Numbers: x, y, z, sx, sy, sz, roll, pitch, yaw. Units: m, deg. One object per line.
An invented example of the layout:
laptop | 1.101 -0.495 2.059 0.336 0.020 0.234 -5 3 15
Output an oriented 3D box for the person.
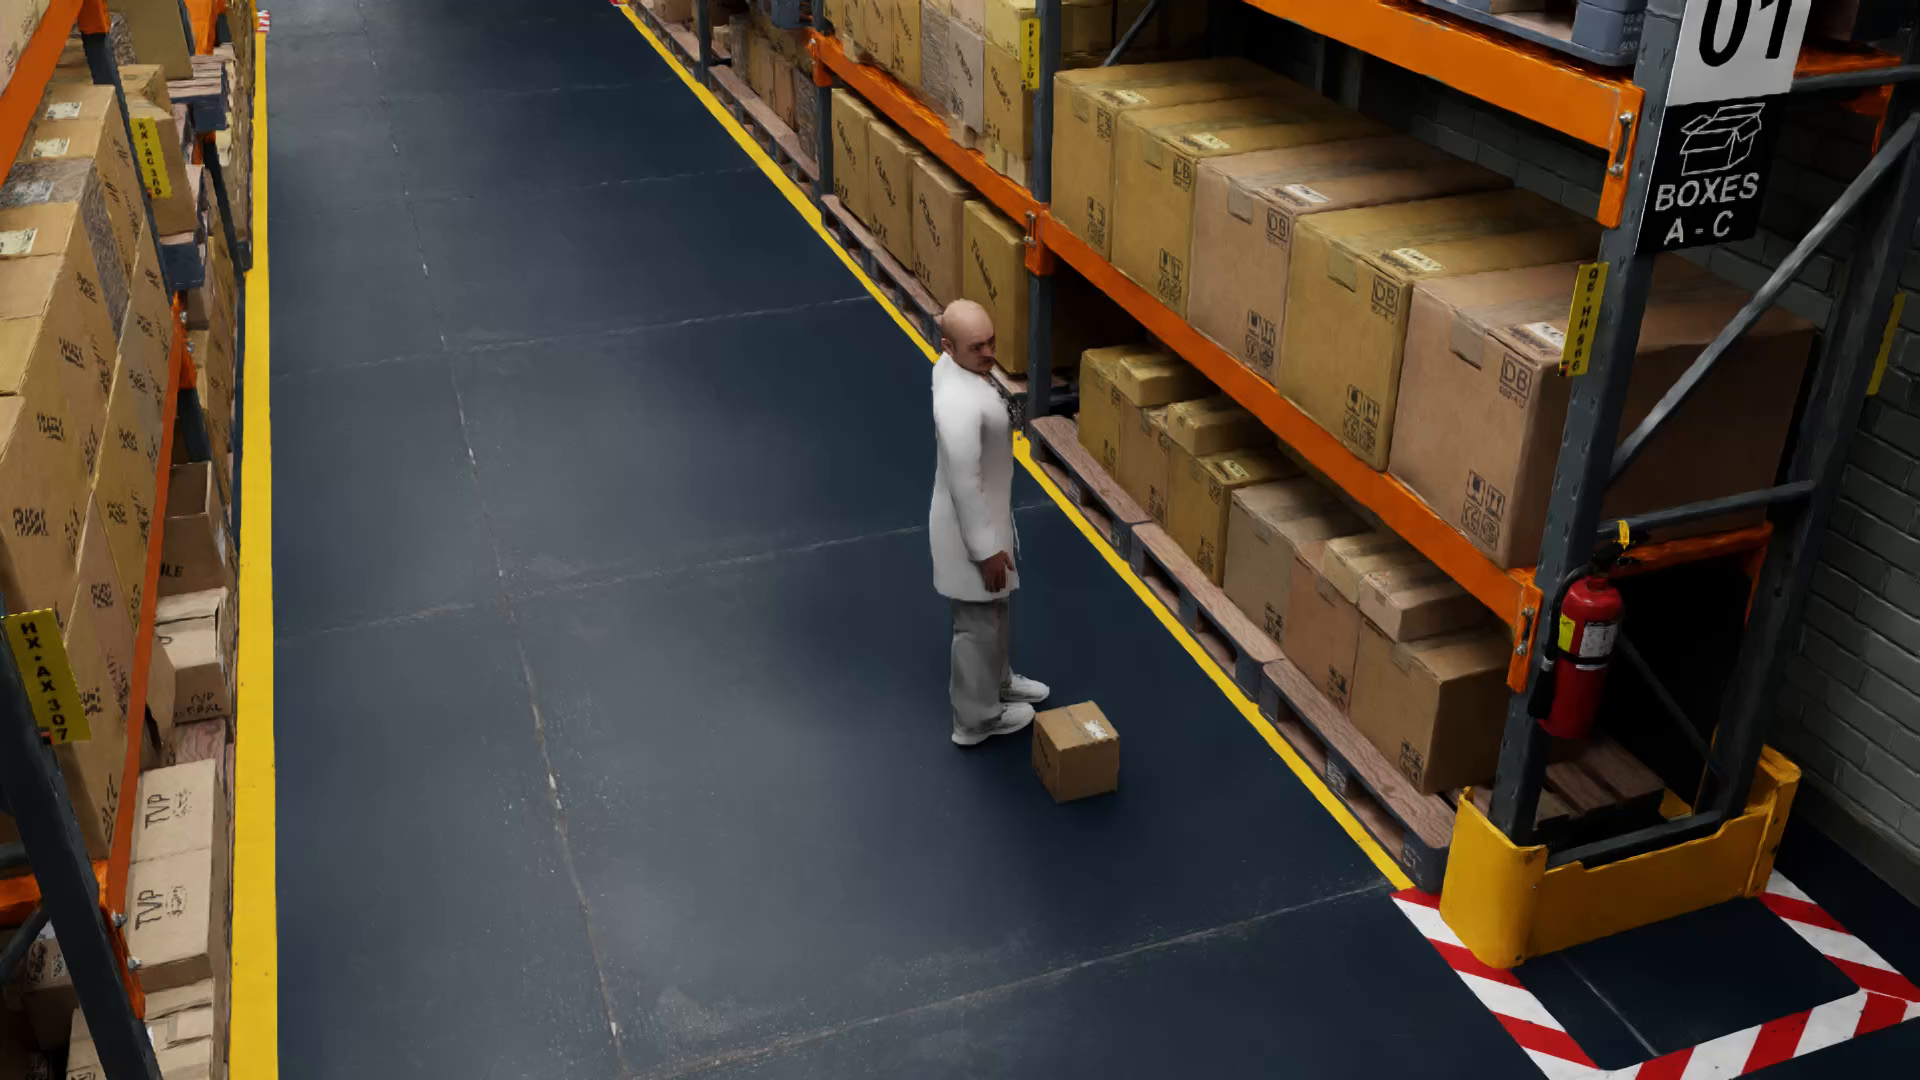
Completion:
person | 0.126 -0.063 6.228 0.467 1.788 0.635 1 29 3
